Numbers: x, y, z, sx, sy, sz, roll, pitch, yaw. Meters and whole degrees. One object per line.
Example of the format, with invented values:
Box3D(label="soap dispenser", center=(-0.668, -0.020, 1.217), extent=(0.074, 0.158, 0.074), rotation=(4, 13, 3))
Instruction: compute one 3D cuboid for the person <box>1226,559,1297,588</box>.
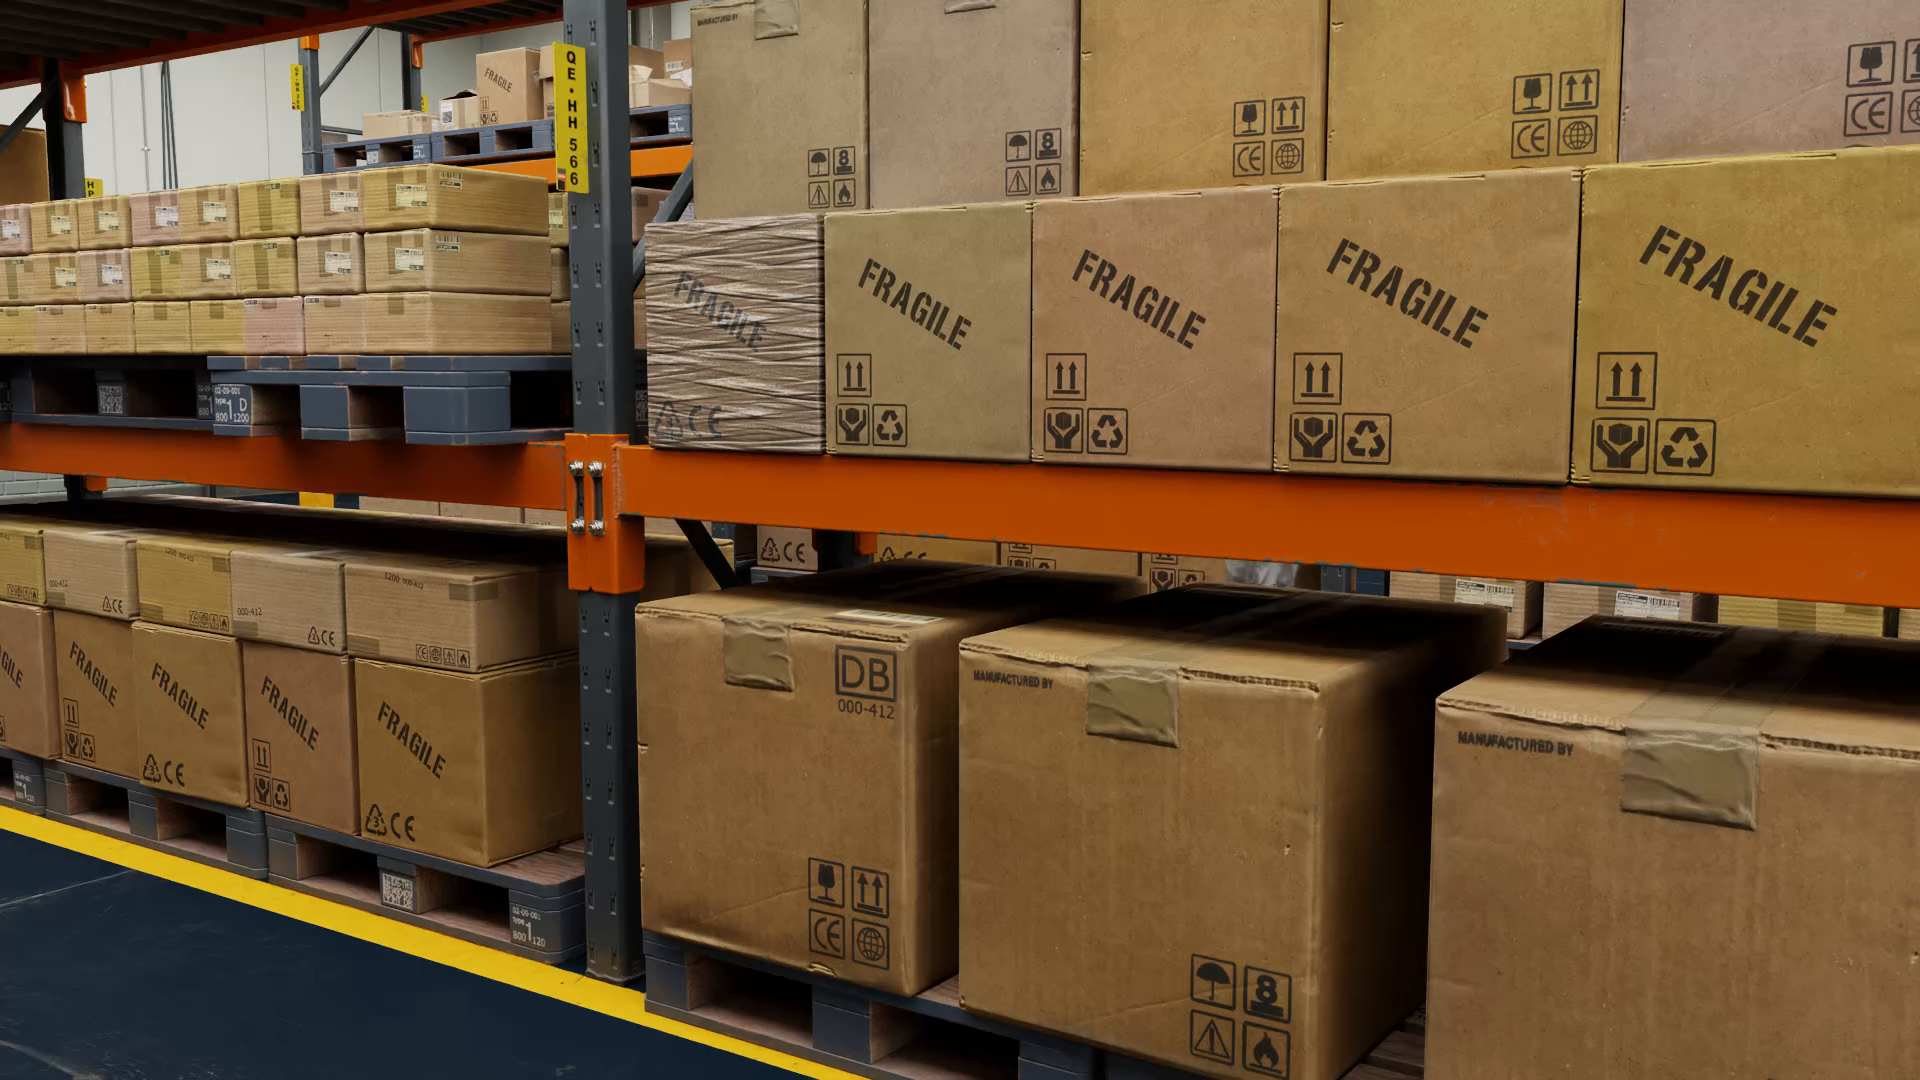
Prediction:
Box3D(label="person", center=(1.208, -0.107, 6.611), extent=(0.361, 1.789, 0.549), rotation=(4, 8, 35))
